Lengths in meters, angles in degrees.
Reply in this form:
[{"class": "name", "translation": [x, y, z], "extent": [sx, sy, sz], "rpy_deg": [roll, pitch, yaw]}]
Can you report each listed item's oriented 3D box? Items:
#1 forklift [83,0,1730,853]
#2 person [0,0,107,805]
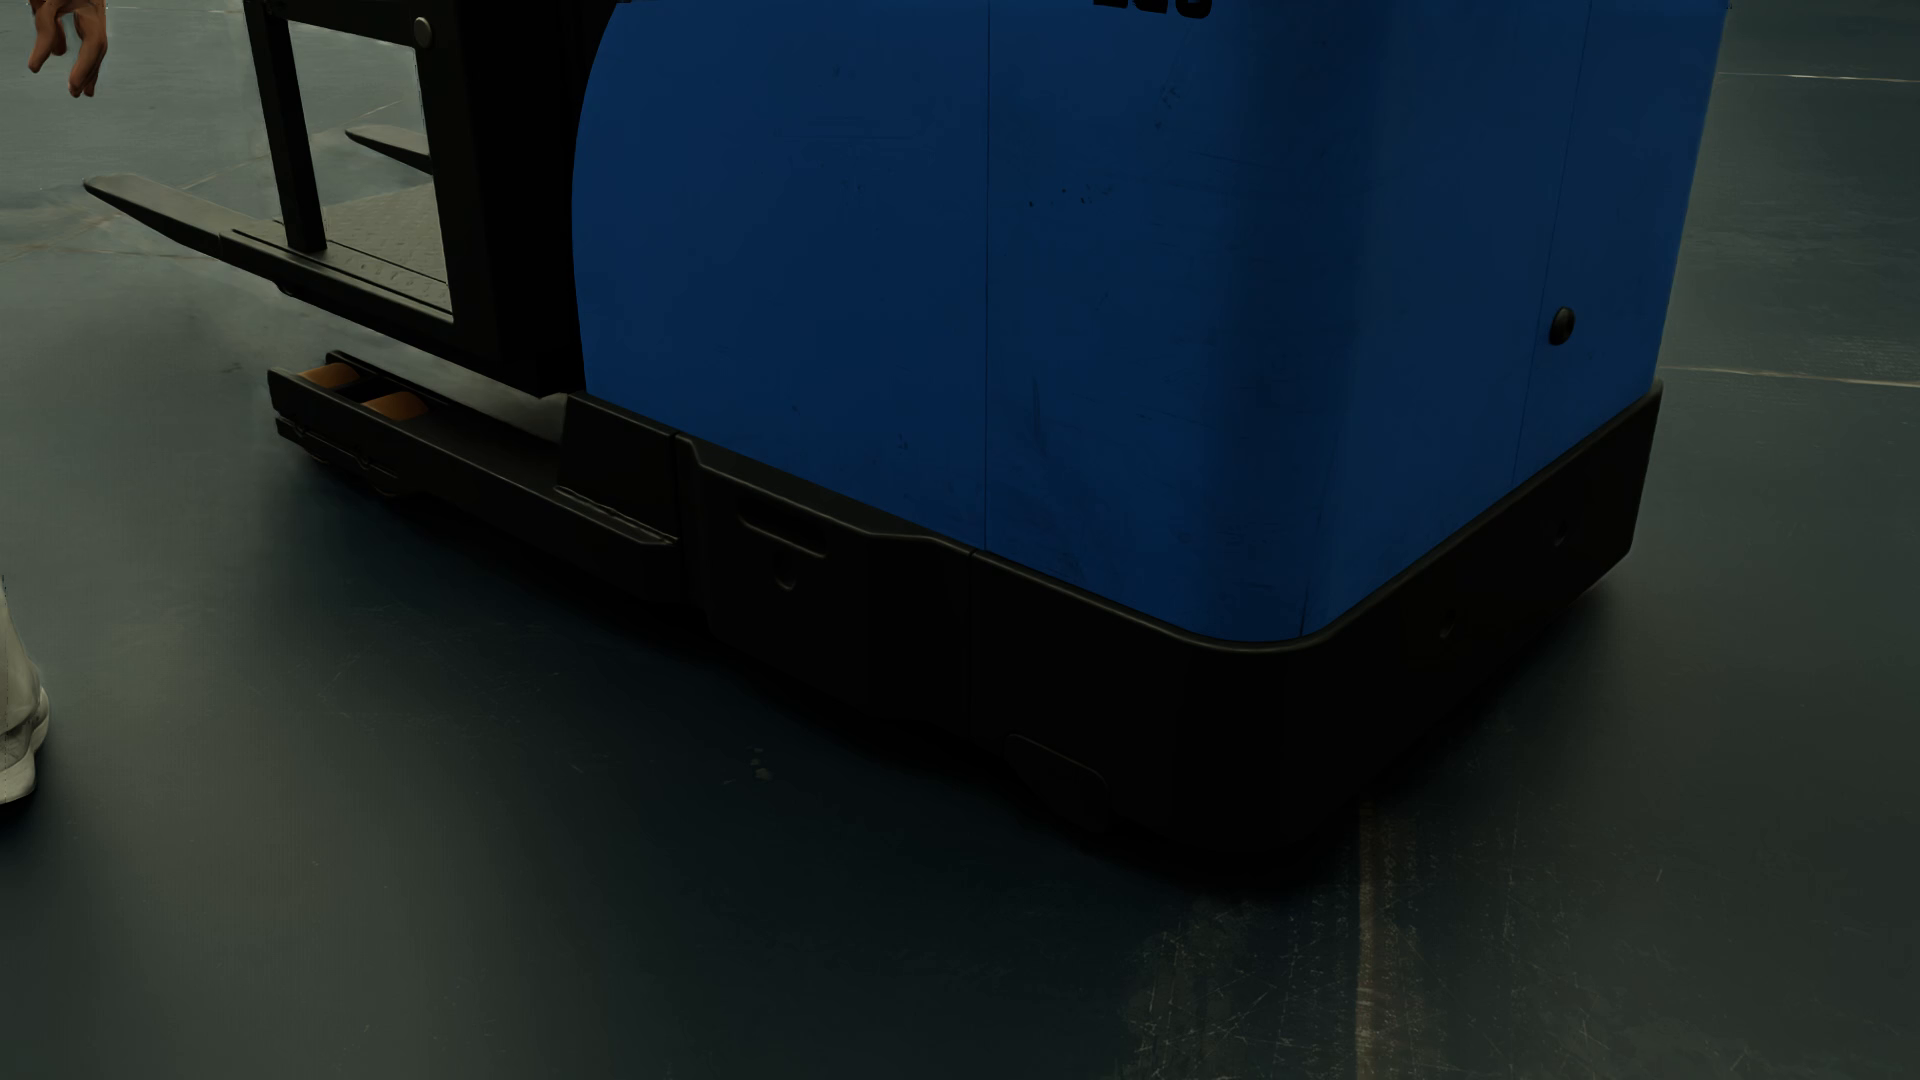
[{"class": "forklift", "translation": [-0.494, -1.531, 2.281], "extent": [3.031, 2.935, 1.130], "rpy_deg": [22, 34, 36]}, {"class": "person", "translation": [-1.324, -0.491, 1.598], "extent": [0.911, 1.750, 0.509], "rpy_deg": [-15, 30, -27]}]
